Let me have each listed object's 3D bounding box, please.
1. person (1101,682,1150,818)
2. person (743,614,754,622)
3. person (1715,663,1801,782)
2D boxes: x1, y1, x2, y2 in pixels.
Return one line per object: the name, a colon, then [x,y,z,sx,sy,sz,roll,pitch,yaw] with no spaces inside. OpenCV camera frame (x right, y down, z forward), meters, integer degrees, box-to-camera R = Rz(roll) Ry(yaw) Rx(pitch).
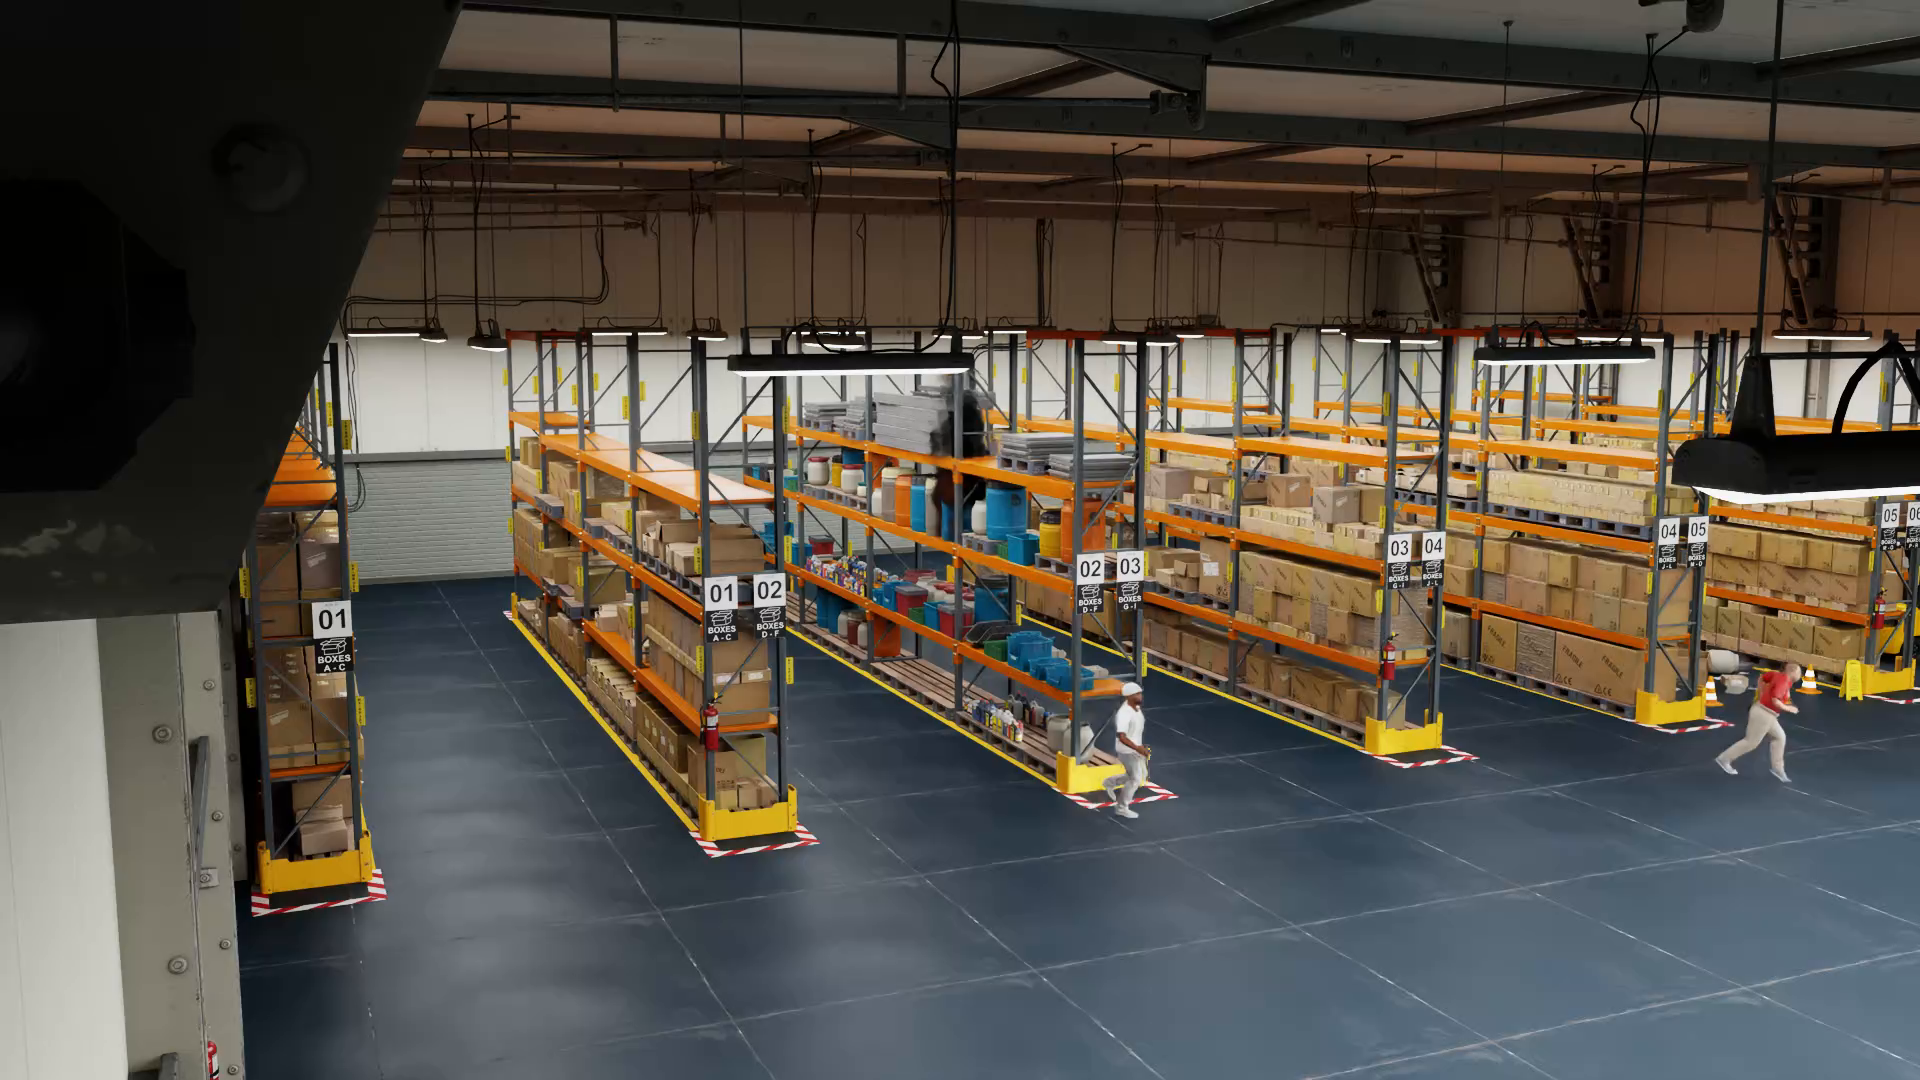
person: [2.107,2.639,21.020,0.655,1.730,0.729,2,8,17]
person: [-3.651,1.527,28.646,0.705,1.666,0.907,-3,8,-21]
person: [10.873,2.476,22.681,1.009,1.696,0.707,2,8,17]
